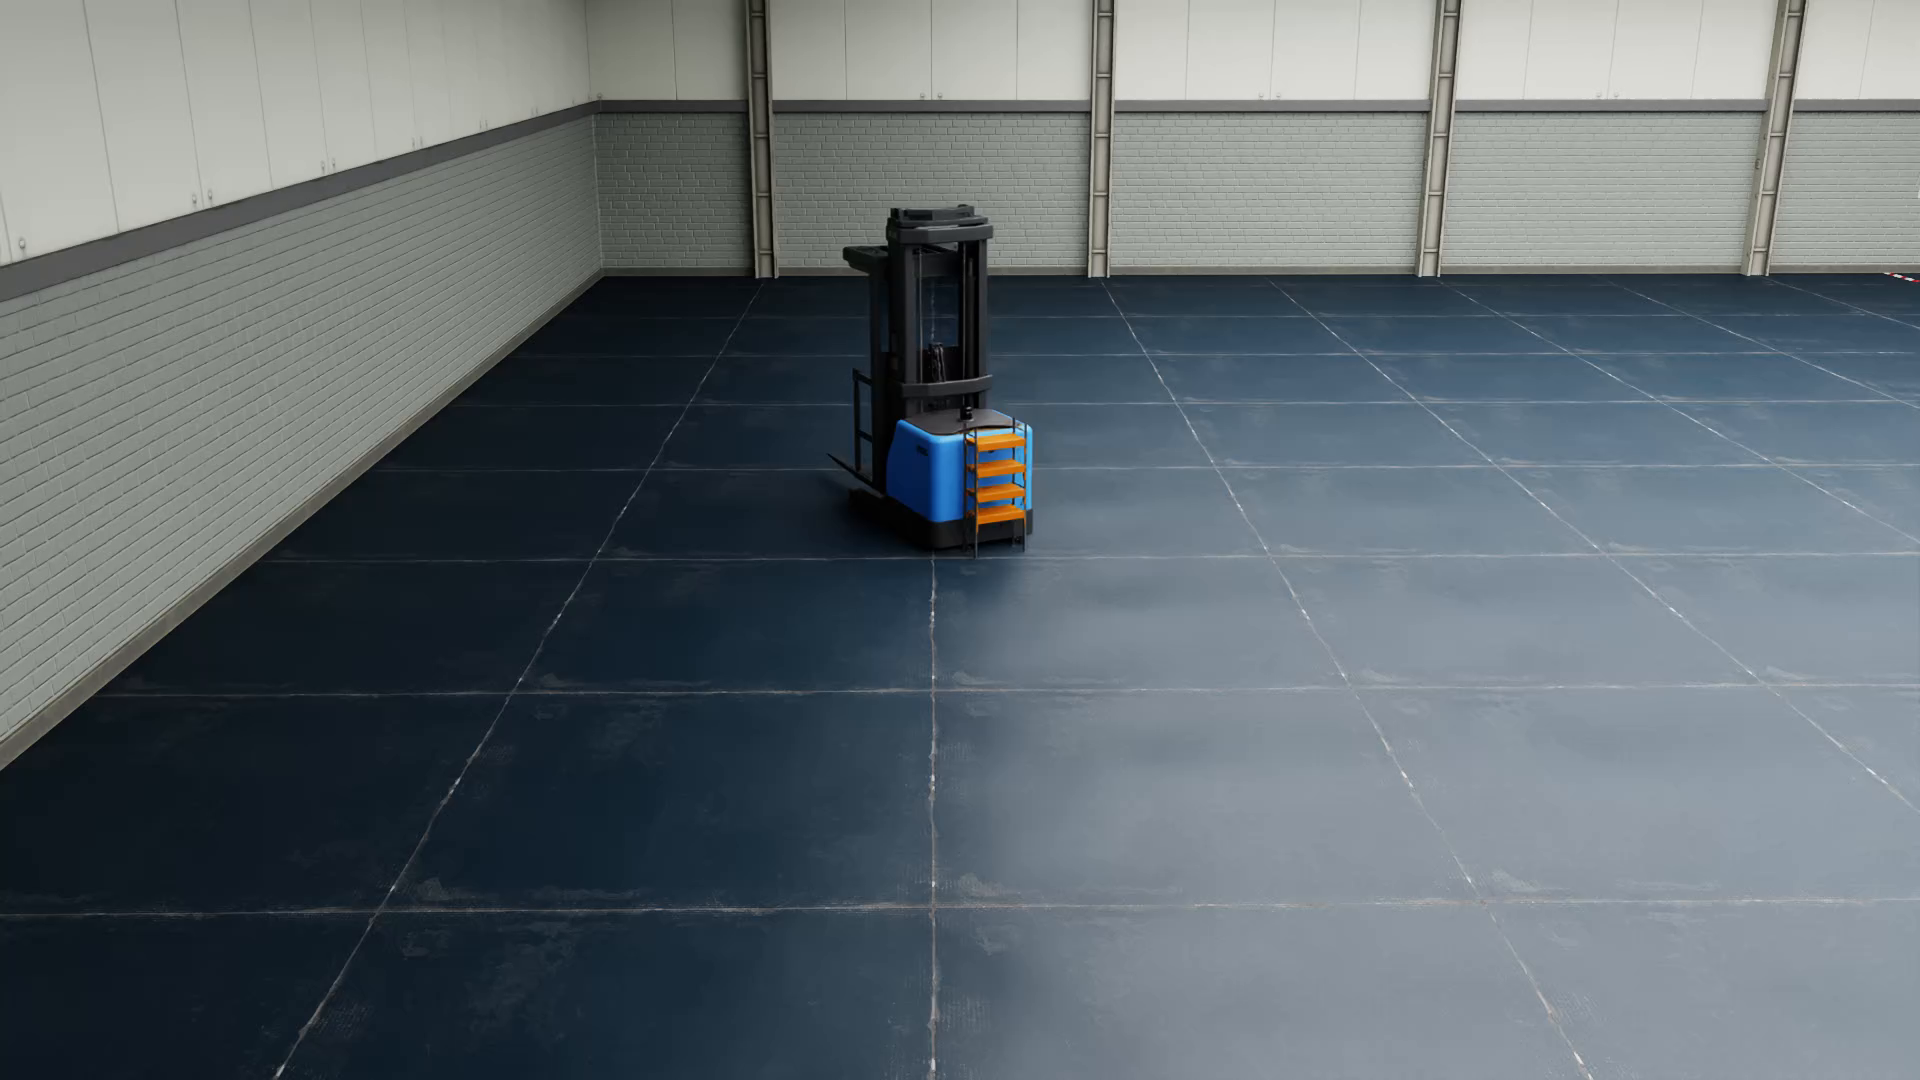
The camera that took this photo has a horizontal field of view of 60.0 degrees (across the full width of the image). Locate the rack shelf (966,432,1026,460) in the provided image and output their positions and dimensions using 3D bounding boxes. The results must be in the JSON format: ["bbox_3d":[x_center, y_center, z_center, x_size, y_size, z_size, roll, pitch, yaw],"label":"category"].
[{"bbox_3d":[0.310,-0.826,14.573,0.480,0.148,0.258,-9,20,-25],"label":"rack shelf"}]

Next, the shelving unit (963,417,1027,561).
[{"bbox_3d":[0.309,-0.451,14.693,0.503,1.200,0.258,-9,20,-25],"label":"shelving unit"}]

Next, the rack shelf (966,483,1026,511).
[{"bbox_3d":[0.309,-0.387,14.714,0.480,0.148,0.258,-9,20,-25],"label":"rack shelf"}]

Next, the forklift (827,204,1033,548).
[{"bbox_3d":[-0.430,-1.729,15.843,1.130,2.935,3.031,-8,20,-25],"label":"forklift"}]

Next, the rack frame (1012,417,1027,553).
[{"bbox_3d":[0.528,-0.485,14.796,0.015,1.200,0.240,-9,20,-25],"label":"rack frame"}]

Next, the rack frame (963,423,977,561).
[{"bbox_3d":[0.091,-0.418,14.590,0.015,1.200,0.240,-9,20,-25],"label":"rack frame"}]

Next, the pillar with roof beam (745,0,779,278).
[{"bbox_3d":[-3.425,-7.737,24.635,0.400,9.000,9.100,0,18,-1],"label":"pillar with roof beam"}]

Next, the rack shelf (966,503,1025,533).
[{"bbox_3d":[0.309,-0.198,14.774,0.480,0.148,0.258,-9,20,-25],"label":"rack shelf"}]

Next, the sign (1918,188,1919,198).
[{"bbox_3d":[17.478,-6.356,30.095,0.234,0.329,0.001,0,18,-1],"label":"sign"}]

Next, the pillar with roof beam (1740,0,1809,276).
[{"bbox_3d":[14.573,-7.823,24.906,0.400,9.000,9.100,0,18,-1],"label":"pillar with roof beam"}]

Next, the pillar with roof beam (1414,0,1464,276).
[{"bbox_3d":[8.574,-7.794,24.816,0.400,9.000,9.100,0,18,-1],"label":"pillar with roof beam"}]

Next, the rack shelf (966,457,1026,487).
[{"bbox_3d":[0.309,-0.600,14.645,0.480,0.148,0.258,-9,20,-25],"label":"rack shelf"}]

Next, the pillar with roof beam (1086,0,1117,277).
[{"bbox_3d":[2.574,-7.766,24.726,0.400,9.000,9.100,0,18,-1],"label":"pillar with roof beam"}]
